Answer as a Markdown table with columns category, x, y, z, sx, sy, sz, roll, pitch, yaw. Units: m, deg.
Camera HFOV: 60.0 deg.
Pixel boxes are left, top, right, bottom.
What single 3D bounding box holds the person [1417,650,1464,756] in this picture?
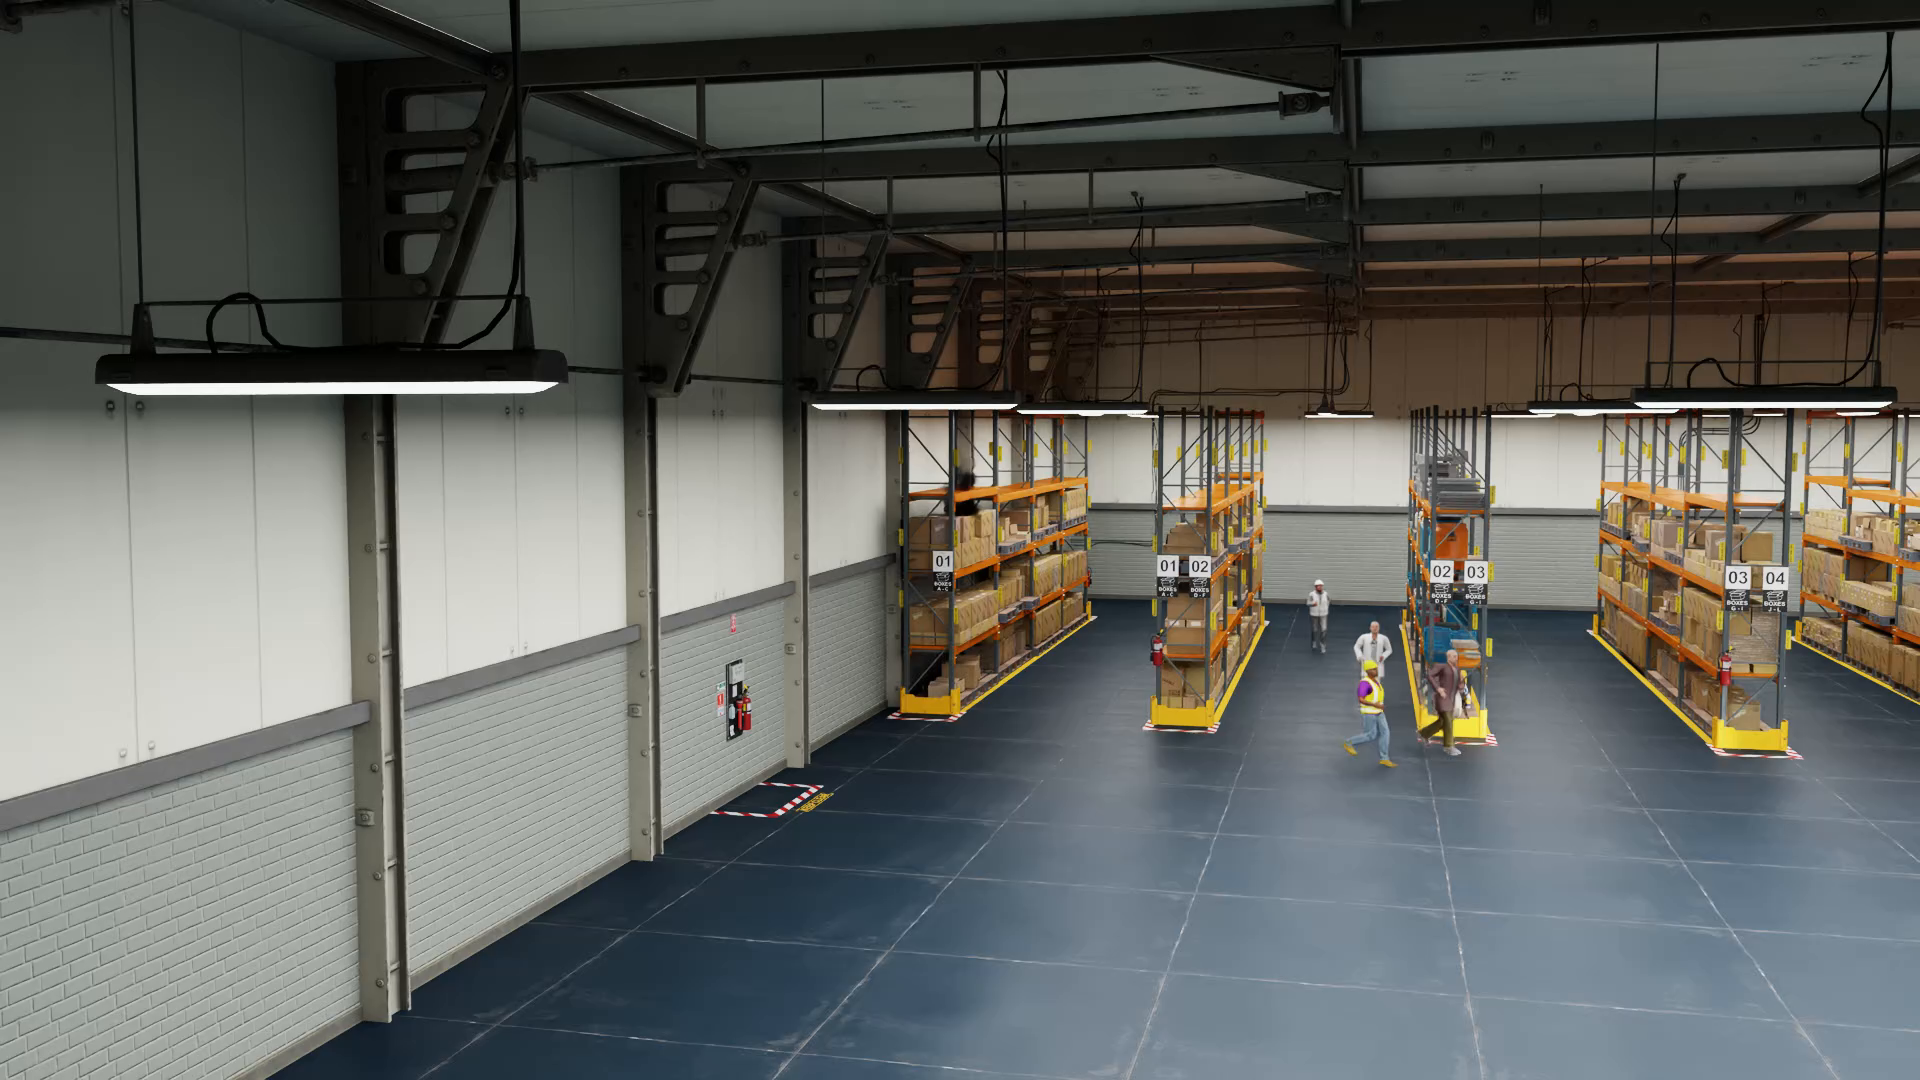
| category | x | y | z | sx | sy | sz | roll | pitch | yaw |
| --- | --- | --- | --- | --- | --- | --- | --- | --- | --- |
| person | 8.441 | 2.776 | 28.858 | 0.759 | 1.748 | 0.949 | -4 | 5 | -41 |

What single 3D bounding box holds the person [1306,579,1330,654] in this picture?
| category | x | y | z | sx | sy | sz | roll | pitch | yaw |
| --- | --- | --- | --- | --- | --- | --- | --- | --- | --- |
| person | 8.881 | 1.883 | 41.198 | 0.605 | 1.822 | 0.845 | 1 | 4 | 7 |

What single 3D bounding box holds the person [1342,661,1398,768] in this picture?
| category | x | y | z | sx | sy | sz | roll | pitch | yaw |
| --- | --- | --- | --- | --- | --- | --- | --- | --- | --- |
| person | 6.846 | 2.876 | 27.673 | 0.932 | 1.754 | 0.712 | 3 | 5 | 38 |

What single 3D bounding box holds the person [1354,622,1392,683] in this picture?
| category | x | y | z | sx | sy | sz | roll | pitch | yaw |
| --- | --- | --- | --- | --- | --- | --- | --- | --- | --- |
| person | 8.215 | 2.483 | 33.048 | 0.729 | 1.731 | 0.671 | 1 | 4 | 9 |
